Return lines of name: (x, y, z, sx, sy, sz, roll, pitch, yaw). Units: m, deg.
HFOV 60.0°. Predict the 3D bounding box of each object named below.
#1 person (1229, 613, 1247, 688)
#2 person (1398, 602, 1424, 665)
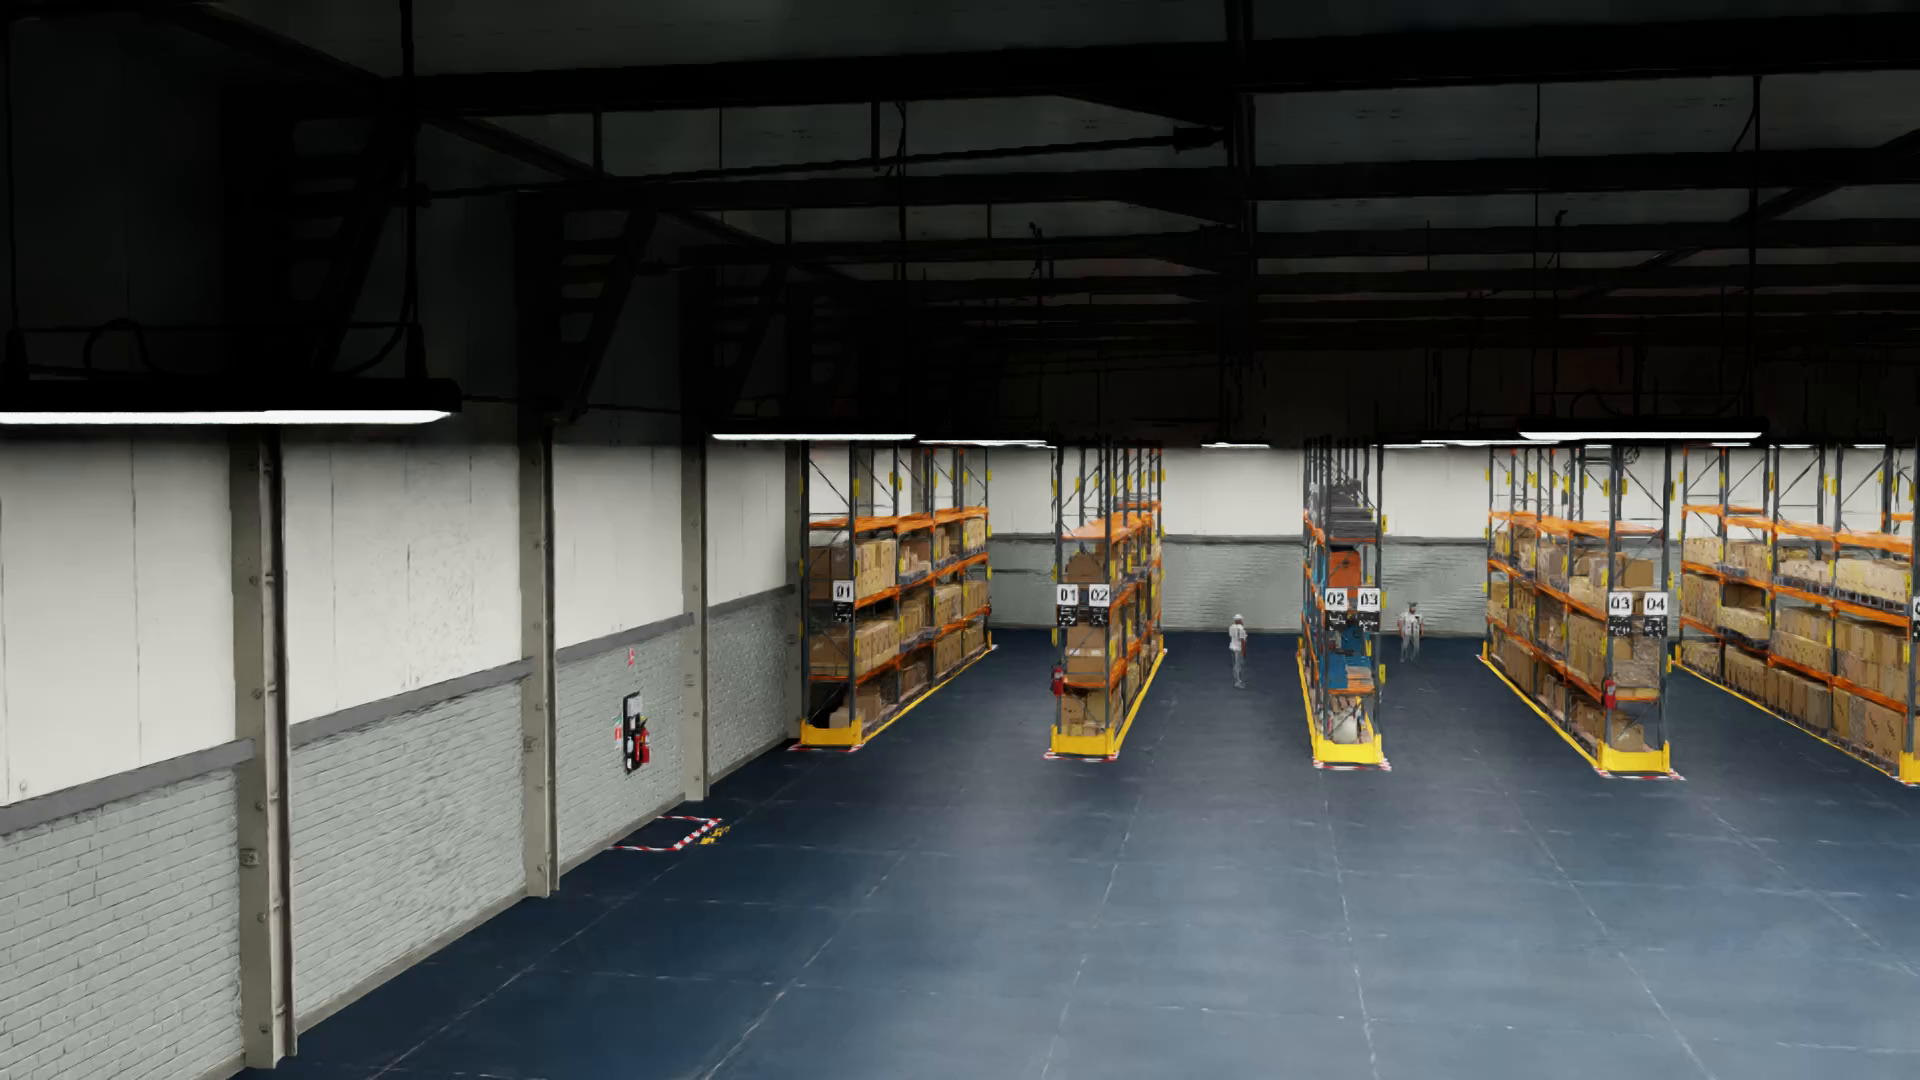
person: (6.758, 2.651, 40.155, 0.456, 1.768, 0.628, -1, 3, -17)
person: (12.027, 2.474, 44.344, 0.682, 1.715, 0.536, 0, 3, 8)
